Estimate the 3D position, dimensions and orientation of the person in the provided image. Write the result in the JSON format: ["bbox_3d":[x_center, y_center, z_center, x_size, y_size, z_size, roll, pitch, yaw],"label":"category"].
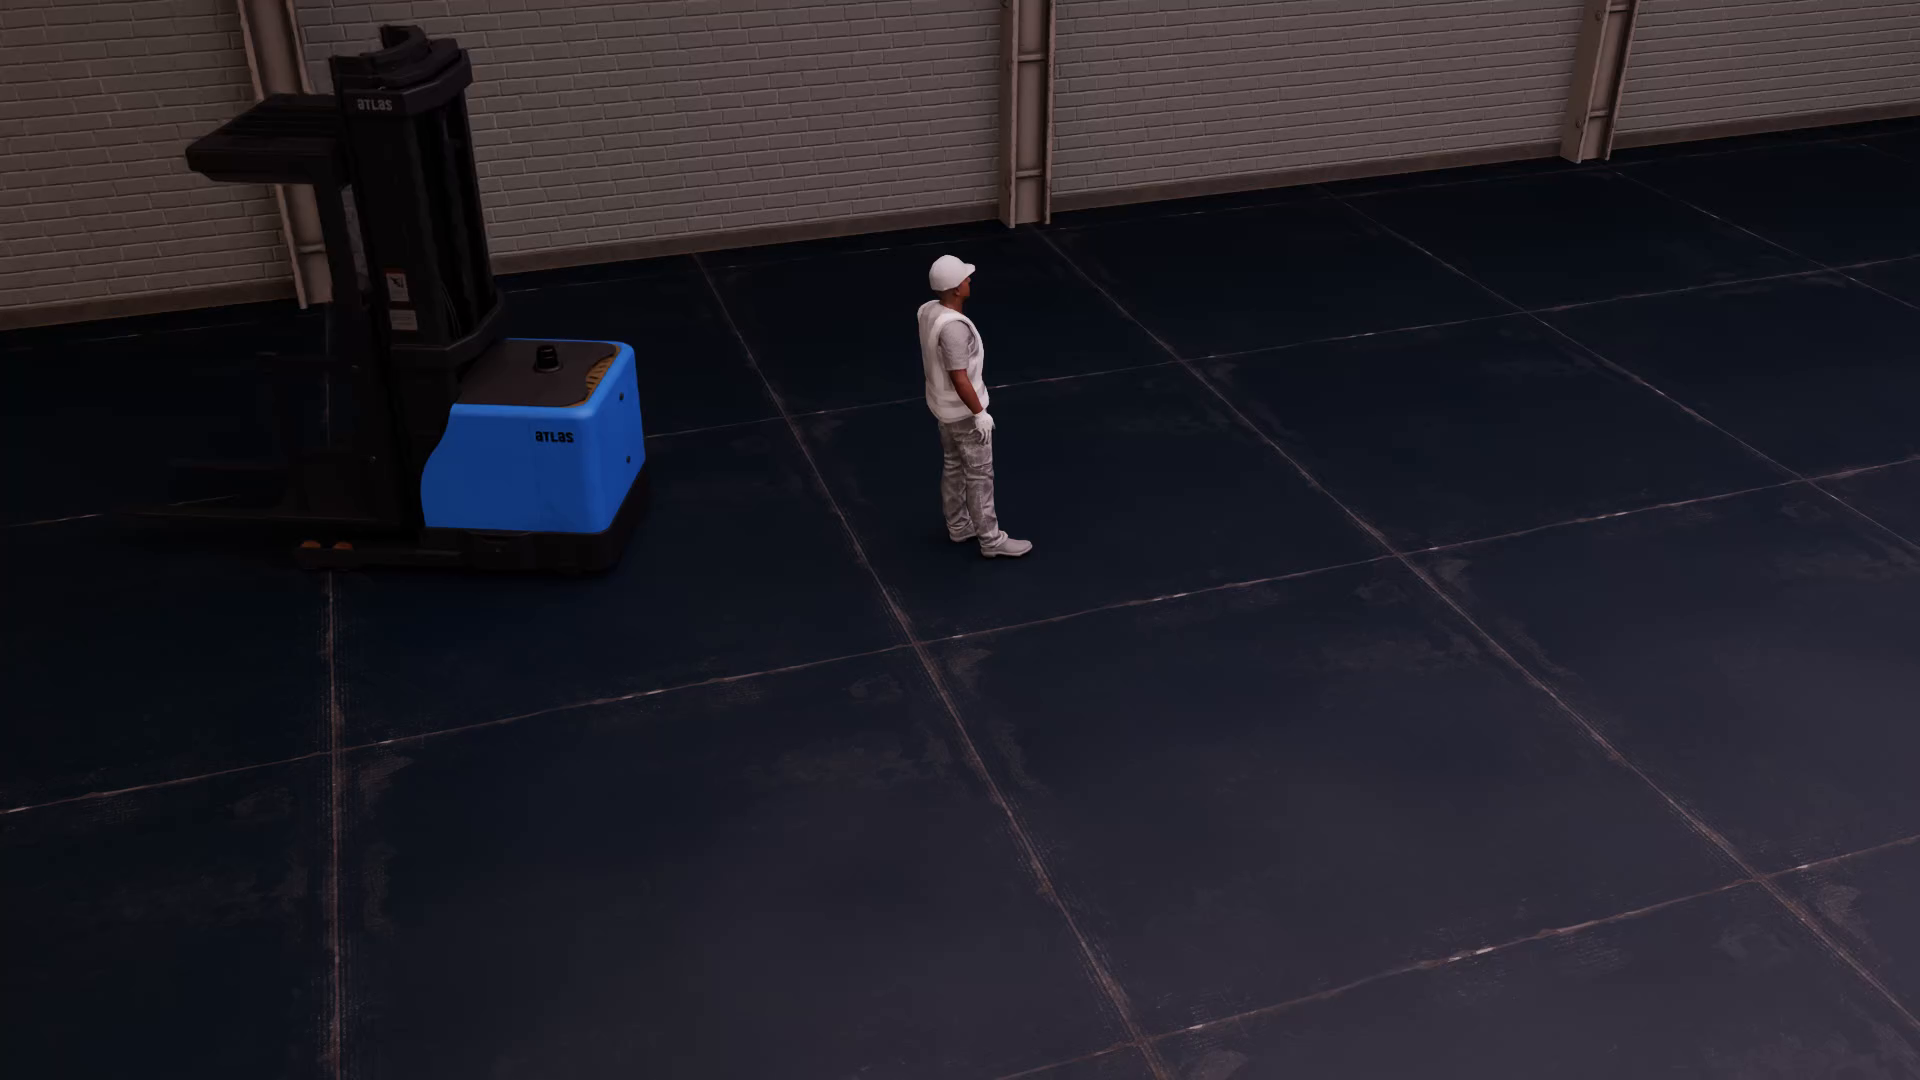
[{"bbox_3d":[0.071,-0.787,9.591,0.575,1.785,0.657,-10,31,-16],"label":"person"}]

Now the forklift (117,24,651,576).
[{"bbox_3d":[-3.473,-1.349,9.431,3.031,2.935,1.130,2,30,4],"label":"forklift"}]
